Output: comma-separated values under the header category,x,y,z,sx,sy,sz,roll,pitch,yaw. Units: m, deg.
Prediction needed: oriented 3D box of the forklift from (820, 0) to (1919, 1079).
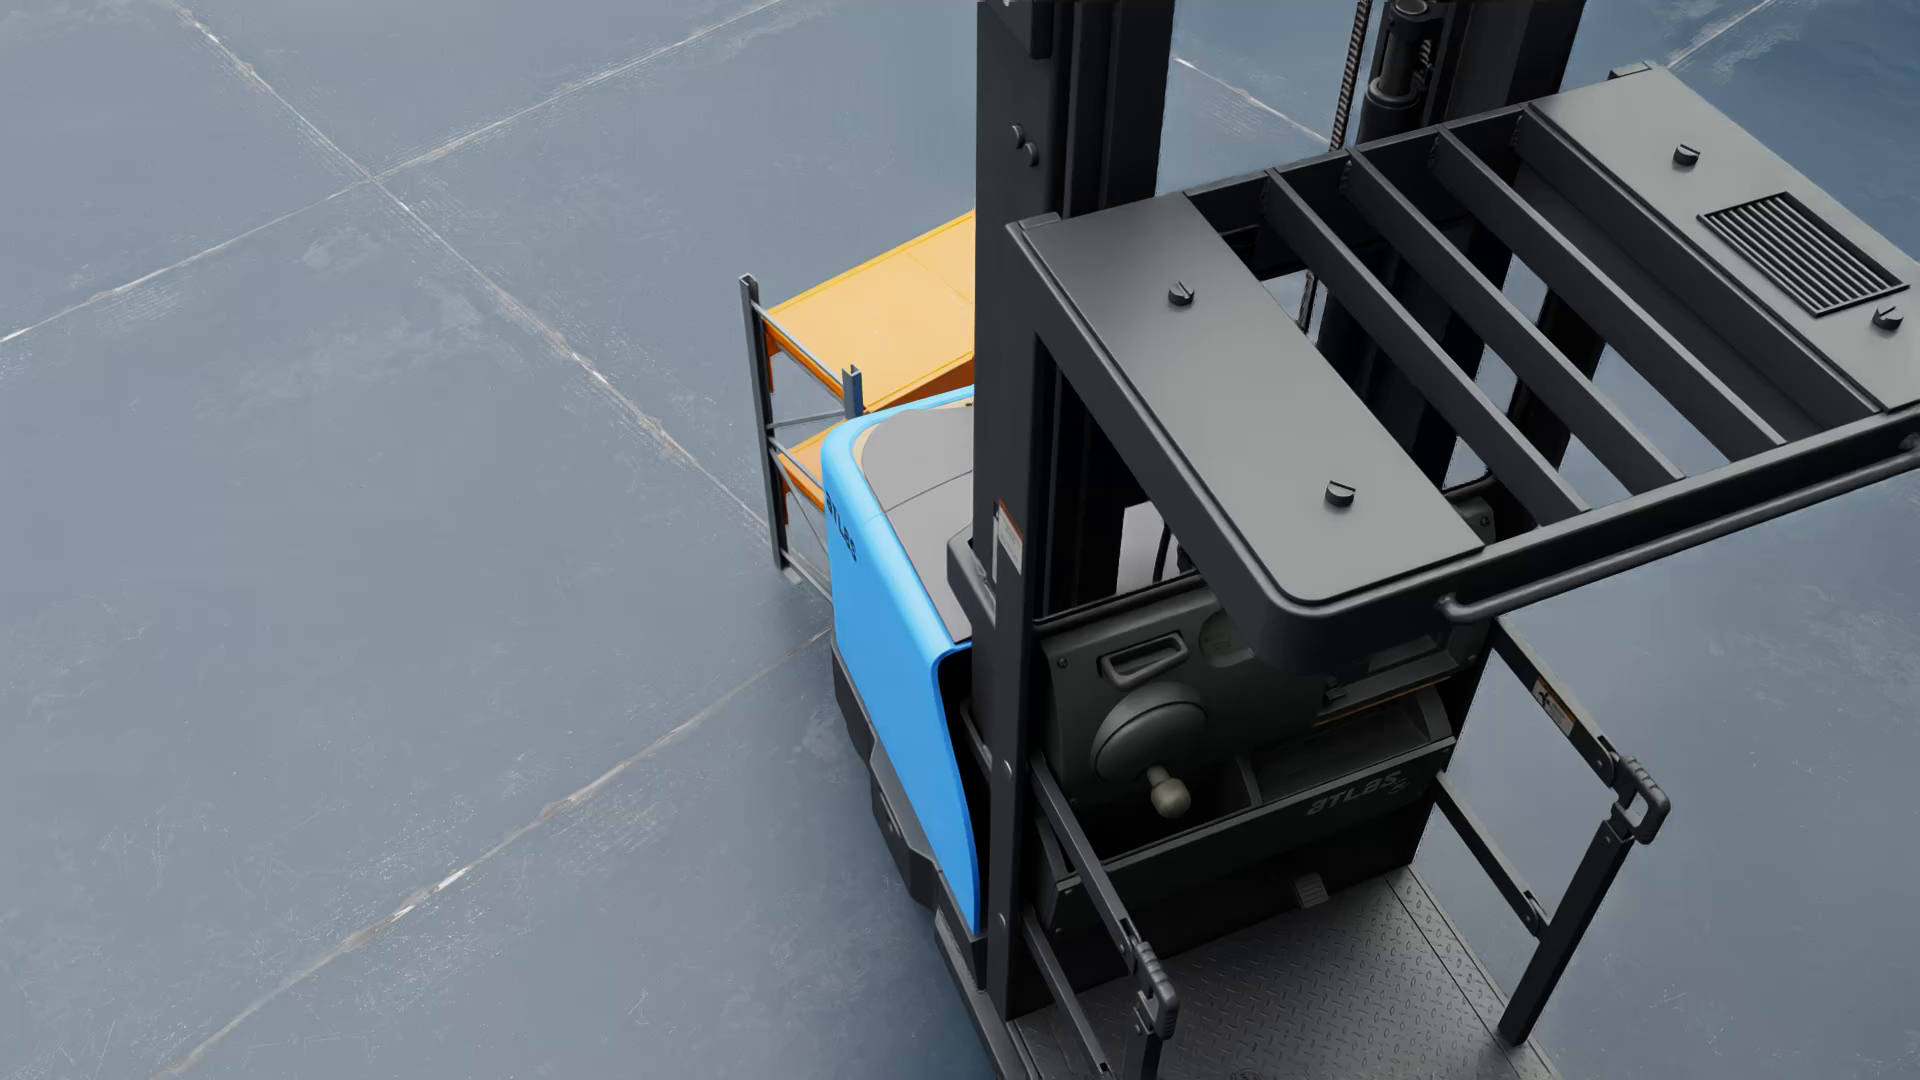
category,x,y,z,sx,sy,sz,roll,pitch,yaw
forklift,0.678,0.322,2.959,1.130,2.935,3.031,-17,50,-15

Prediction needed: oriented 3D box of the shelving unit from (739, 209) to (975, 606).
category,x,y,z,sx,sy,sz,roll,pitch,yaw
shelving unit,-0.016,-0.405,4.859,1.048,1.125,0.538,-31,54,-25

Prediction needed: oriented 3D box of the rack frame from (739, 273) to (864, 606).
category,x,y,z,sx,sy,sz,roll,pitch,yaw
rack frame,-0.411,-0.171,4.642,0.032,1.125,0.500,-31,54,-25

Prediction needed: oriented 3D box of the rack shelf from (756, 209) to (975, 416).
category,x,y,z,sx,sy,sz,roll,pitch,yaw
rack shelf,-0.016,-0.604,4.644,1.000,0.278,0.538,-31,54,-25

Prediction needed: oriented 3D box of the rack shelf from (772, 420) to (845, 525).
category,x,y,z,sx,sy,sz,roll,pitch,yaw
rack shelf,-0.016,-0.240,5.038,1.000,0.278,0.538,-31,54,-25
